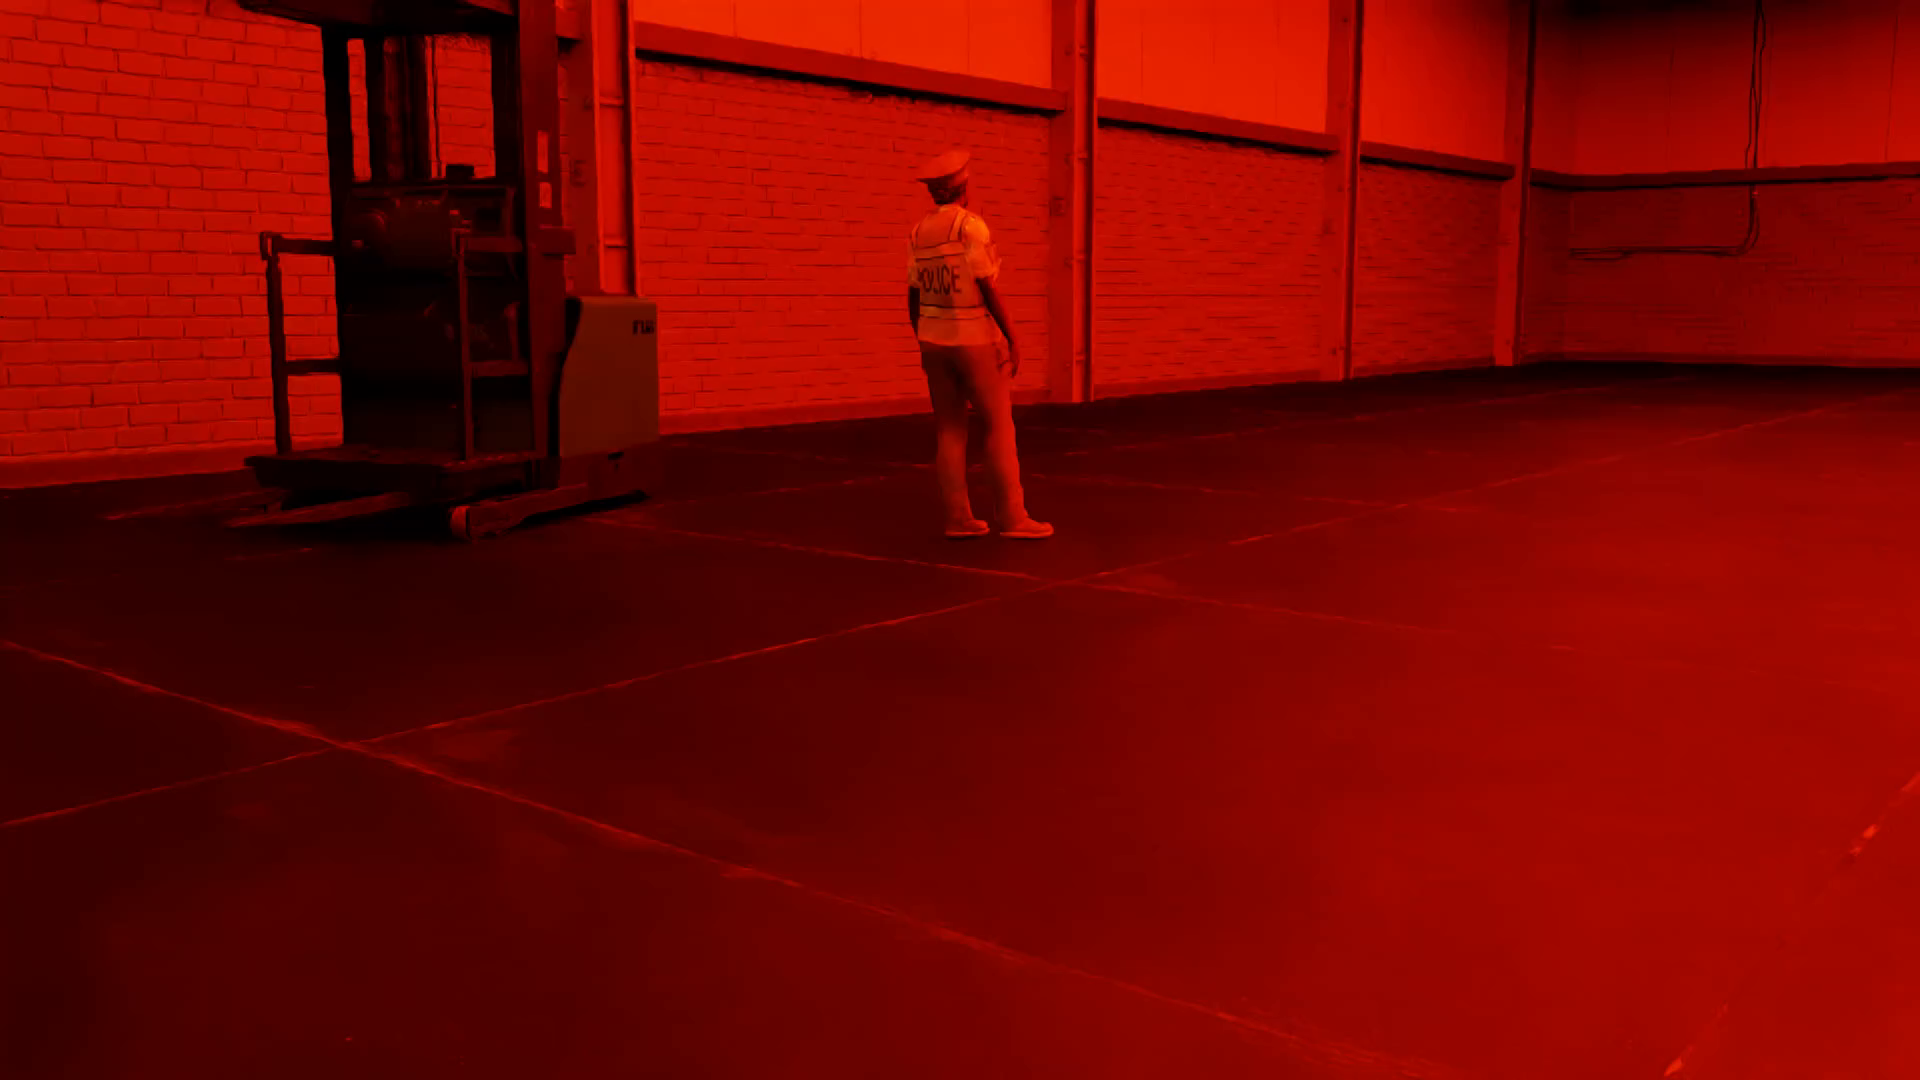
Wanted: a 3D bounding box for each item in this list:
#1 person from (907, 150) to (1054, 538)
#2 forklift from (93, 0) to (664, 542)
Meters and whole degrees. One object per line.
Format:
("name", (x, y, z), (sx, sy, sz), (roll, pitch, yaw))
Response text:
("person", (0.062, -0.853, 7.327), (0.570, 1.695, 0.529), (7, 11, 38))
("forklift", (-2.553, -1.505, 7.569), (1.130, 2.935, 3.031), (3, 9, 19))
